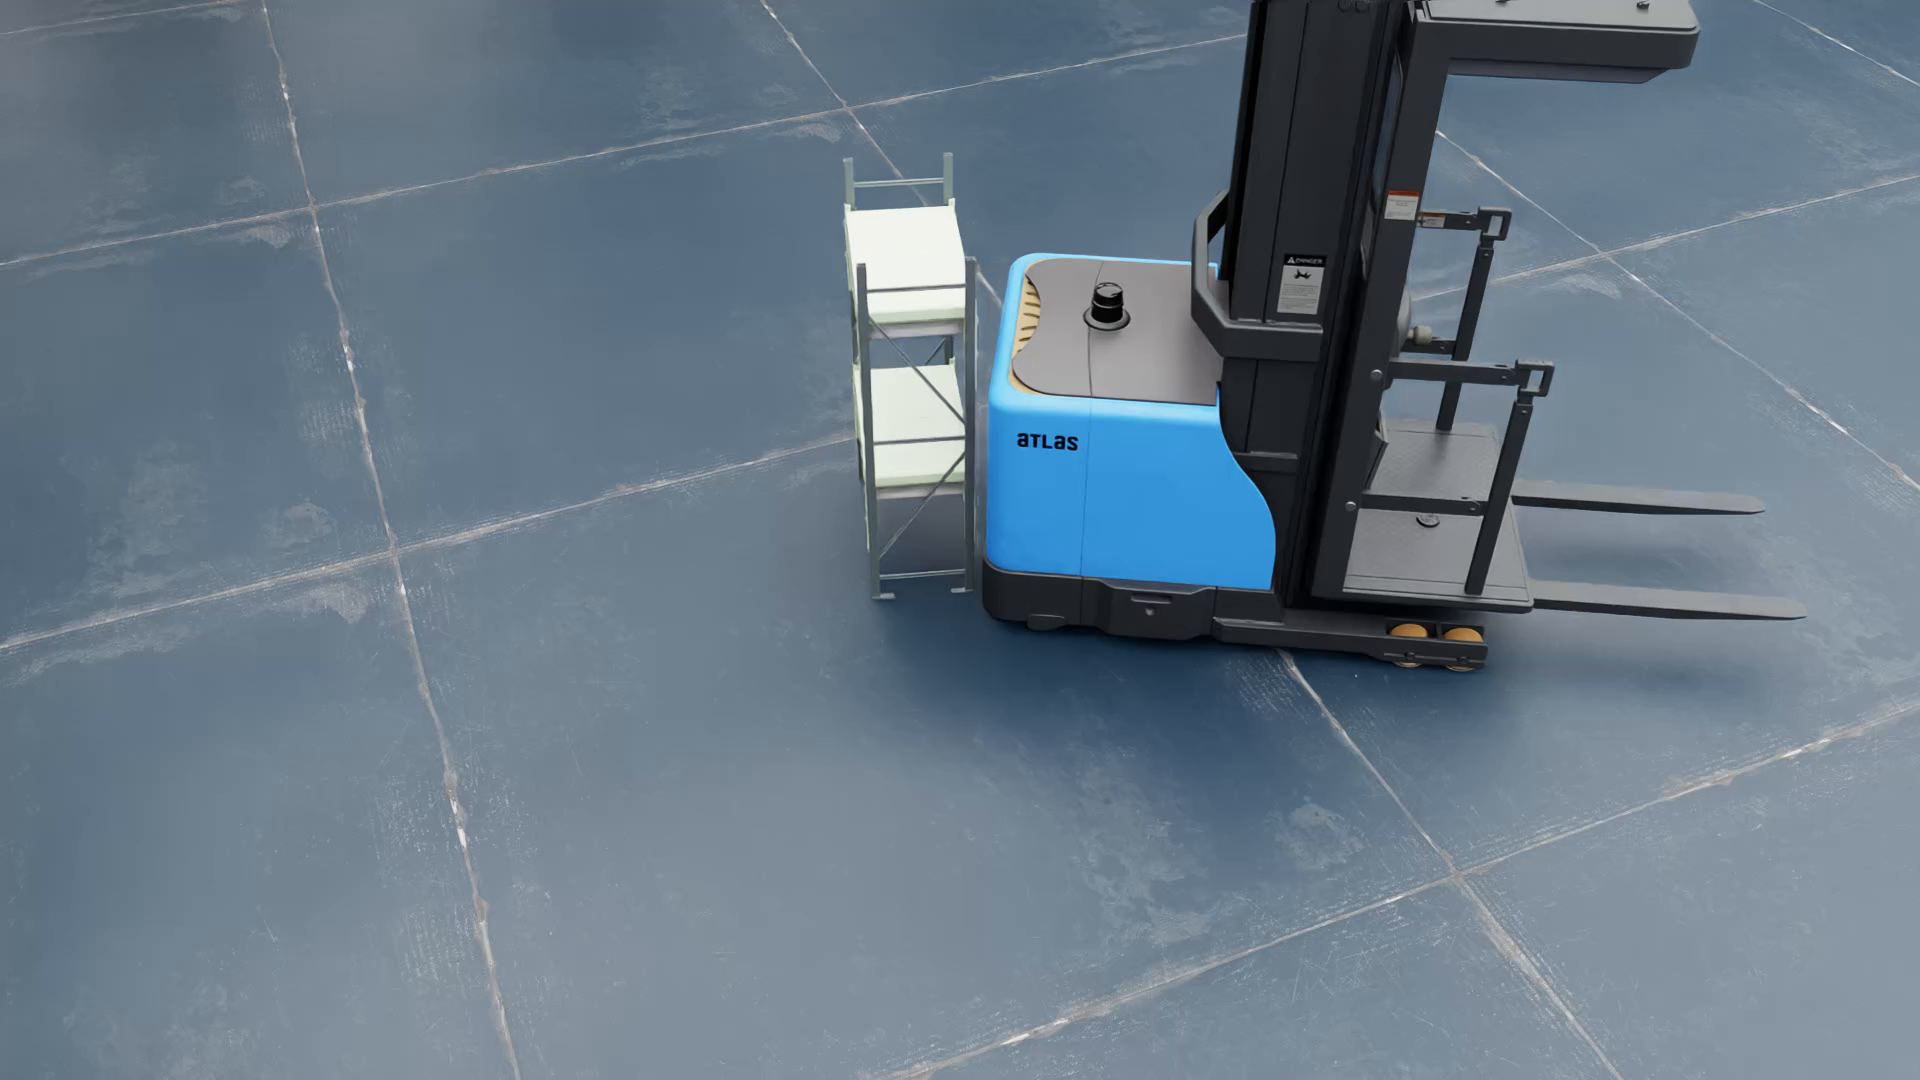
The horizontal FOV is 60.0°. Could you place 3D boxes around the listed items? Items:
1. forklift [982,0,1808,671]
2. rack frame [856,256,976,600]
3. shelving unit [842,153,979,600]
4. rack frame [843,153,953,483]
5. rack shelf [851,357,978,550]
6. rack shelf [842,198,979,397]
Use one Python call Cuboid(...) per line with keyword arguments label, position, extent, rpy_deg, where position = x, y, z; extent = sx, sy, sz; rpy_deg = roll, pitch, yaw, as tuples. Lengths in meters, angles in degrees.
Cuboid(label="forklift", position=(1.637, -0.991, 5.654), extent=(3.031, 2.935, 1.130), rpy_deg=(4, 41, 5))
Cuboid(label="rack frame", position=(-0.146, -0.357, 6.015), extent=(0.400, 1.500, 0.023), rpy_deg=(-4, 41, -5))
Cuboid(label="shelving unit", position=(-0.186, -0.594, 6.290), extent=(0.431, 1.500, 0.755), rpy_deg=(-4, 41, -5))
Cuboid(label="rack frame", position=(-0.226, -0.831, 6.566), extent=(0.400, 1.500, 0.023), rpy_deg=(-4, 41, -5))
Cuboid(label="rack shelf", position=(-0.186, -0.347, 6.503), extent=(0.431, 0.370, 0.720), rpy_deg=(-4, 41, -5))
Cuboid(label="rack shelf", position=(-0.186, -0.890, 6.036), extent=(0.431, 0.370, 0.720), rpy_deg=(-4, 41, -5))
